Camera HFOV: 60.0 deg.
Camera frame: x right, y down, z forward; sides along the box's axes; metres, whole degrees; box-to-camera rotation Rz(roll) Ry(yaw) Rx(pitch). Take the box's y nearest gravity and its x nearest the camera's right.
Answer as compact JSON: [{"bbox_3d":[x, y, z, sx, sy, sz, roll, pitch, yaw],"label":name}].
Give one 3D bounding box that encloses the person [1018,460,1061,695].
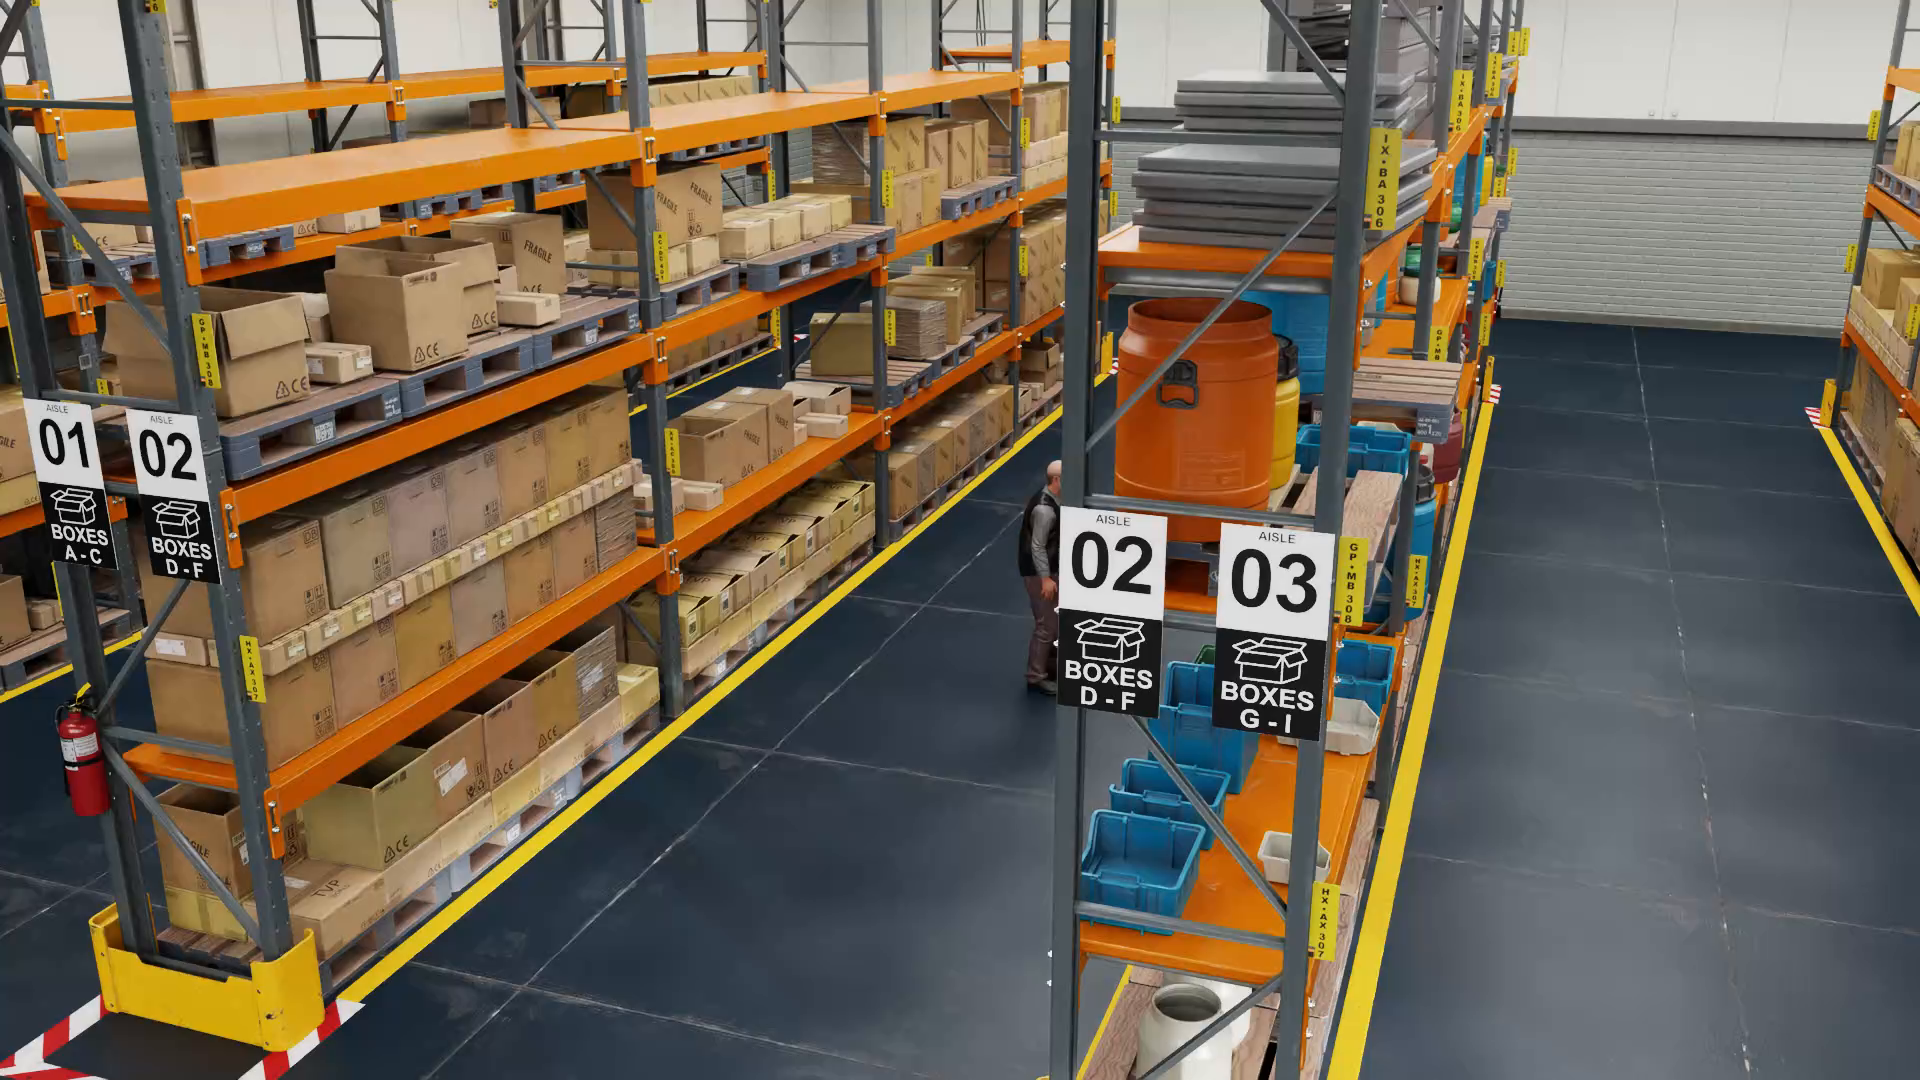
[{"bbox_3d":[0.645,0.241,12.317,0.416,1.722,0.590,6,19,16],"label":"person"}]
